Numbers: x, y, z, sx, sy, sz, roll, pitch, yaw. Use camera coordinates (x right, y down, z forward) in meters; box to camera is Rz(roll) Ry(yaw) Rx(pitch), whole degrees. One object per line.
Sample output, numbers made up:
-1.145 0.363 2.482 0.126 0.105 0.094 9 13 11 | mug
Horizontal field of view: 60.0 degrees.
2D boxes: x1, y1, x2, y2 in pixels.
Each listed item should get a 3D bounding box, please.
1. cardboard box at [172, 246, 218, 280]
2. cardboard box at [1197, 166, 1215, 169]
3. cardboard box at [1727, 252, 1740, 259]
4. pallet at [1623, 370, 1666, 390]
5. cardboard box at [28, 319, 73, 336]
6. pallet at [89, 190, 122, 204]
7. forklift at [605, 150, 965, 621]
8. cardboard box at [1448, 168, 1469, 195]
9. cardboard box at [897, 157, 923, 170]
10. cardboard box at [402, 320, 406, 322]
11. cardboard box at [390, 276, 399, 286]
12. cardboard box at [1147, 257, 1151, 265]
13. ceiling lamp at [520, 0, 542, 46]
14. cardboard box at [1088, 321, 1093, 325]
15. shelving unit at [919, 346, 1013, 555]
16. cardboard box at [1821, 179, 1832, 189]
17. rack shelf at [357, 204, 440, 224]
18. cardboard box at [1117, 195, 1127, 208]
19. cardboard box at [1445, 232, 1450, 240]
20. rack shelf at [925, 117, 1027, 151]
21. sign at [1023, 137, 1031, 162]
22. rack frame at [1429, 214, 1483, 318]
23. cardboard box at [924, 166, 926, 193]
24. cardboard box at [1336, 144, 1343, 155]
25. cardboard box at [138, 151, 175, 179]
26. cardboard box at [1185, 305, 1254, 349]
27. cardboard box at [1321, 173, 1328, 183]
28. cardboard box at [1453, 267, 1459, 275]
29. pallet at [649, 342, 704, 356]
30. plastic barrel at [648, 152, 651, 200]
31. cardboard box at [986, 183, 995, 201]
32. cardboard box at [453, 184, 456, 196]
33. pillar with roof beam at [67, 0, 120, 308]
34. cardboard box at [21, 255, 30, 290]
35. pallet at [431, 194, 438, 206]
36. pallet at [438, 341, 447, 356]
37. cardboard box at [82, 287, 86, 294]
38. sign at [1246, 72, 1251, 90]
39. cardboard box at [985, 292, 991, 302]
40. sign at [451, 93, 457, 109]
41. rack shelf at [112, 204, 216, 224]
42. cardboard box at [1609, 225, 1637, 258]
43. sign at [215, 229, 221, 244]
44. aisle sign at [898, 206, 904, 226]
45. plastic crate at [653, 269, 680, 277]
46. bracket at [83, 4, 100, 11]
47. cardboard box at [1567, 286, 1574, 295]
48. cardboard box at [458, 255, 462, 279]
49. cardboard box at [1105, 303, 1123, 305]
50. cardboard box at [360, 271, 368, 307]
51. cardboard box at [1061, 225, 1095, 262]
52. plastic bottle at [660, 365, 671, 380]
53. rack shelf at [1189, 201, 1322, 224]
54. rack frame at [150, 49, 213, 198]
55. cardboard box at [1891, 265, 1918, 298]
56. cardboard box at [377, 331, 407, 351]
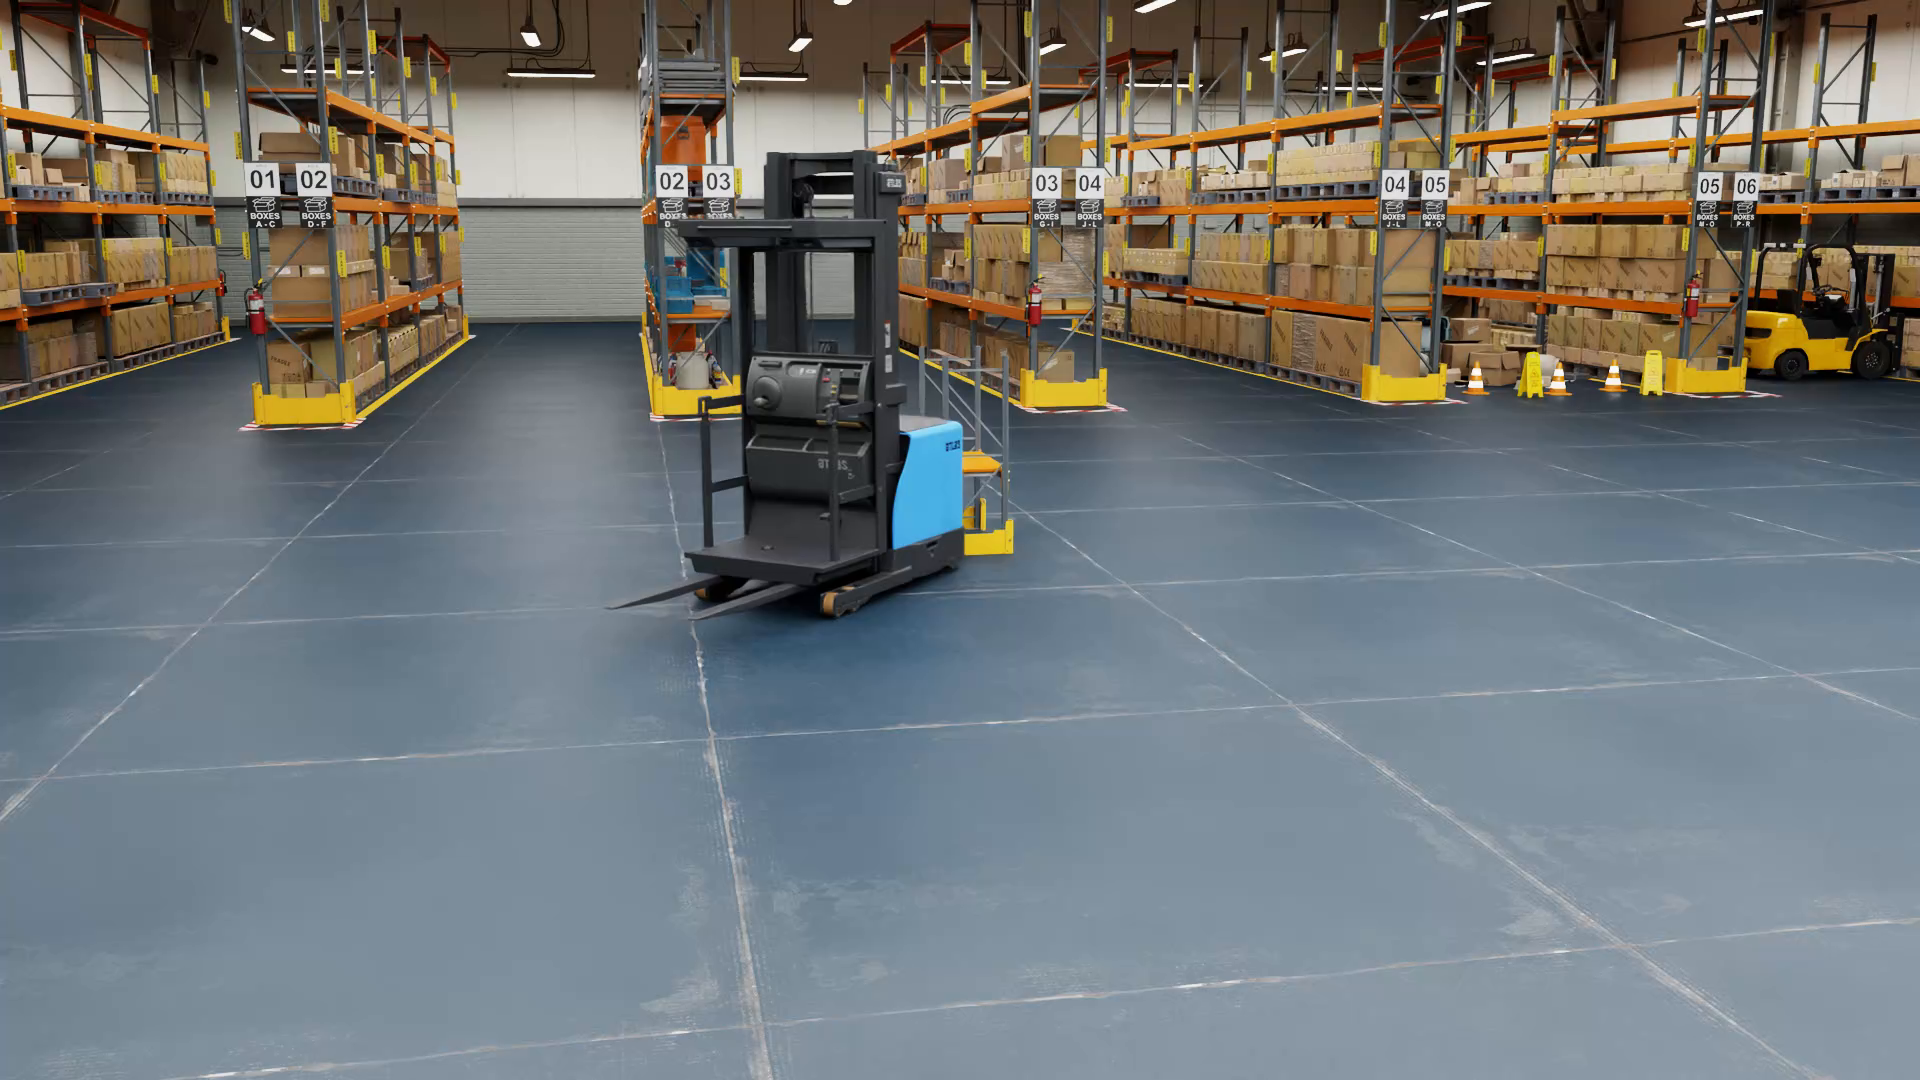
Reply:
-16.134 -5.776 34.720 0.980 0.700 0.700 -2 11 -8 | cardboard box
4.777 -7.080 32.035 0.396 0.266 0.258 -2 11 -11 | cardboard box
14.567 -5.305 31.042 0.380 0.149 0.250 -2 11 -13 | cardboard box
11.028 -2.483 25.676 1.003 0.211 1.213 -2 11 -11 | pallet
-14.446 -3.374 26.406 0.500 0.250 0.500 -2 11 -10 | cardboard box
-14.864 -5.752 27.877 1.213 0.211 1.003 -2 11 -8 | pallet
-1.108 -1.041 10.825 1.130 2.935 3.031 6 12 28 | forklift
9.389 -6.950 32.267 0.797 0.503 0.637 -3 11 -15 | cardboard box
-1.065 -7.848 34.722 0.500 0.250 0.500 -3 11 -15 | cardboard box
-10.449 -3.778 30.531 0.500 0.500 0.500 -3 11 -13 | cardboard box
-9.801 -4.324 28.129 0.500 0.311 0.500 -1 11 -7 | cardboard box
3.928 -5.544 33.055 0.380 0.149 0.250 -2 11 -12 | cardboard box
-7.793 -10.928 30.935 0.800 3.185 2.000 -2 11 -11 | ceiling lamp
3.135 -4.981 37.847 0.380 0.149 0.250 -2 11 -10 | cardboard box
0.015 -0.723 12.983 0.587 1.500 1.083 -2 11 -11 | shelving unit
15.046 -6.115 28.563 0.380 0.149 0.250 -2 11 -10 | cardboard box
-10.218 -5.923 30.193 1.077 0.370 4.000 -2 11 -11 | rack shelf
3.636 -7.171 35.228 0.500 0.250 0.500 -2 11 -10 | cardboard box
9.253 -5.781 32.607 0.500 0.500 0.500 -2 11 -13 | cardboard box
0.278 -6.826 27.985 1.077 0.370 4.000 -2 11 -11 | rack shelf
0.897 -5.220 22.209 0.100 0.325 0.005 -2 11 -11 | sign
9.610 -5.156 32.262 1.000 3.000 0.127 -2 11 -11 | rack frame
-0.300 -6.635 30.613 0.797 0.503 0.637 -1 11 -8 | cardboard box
5.736 -5.723 24.367 0.380 0.149 0.250 -2 11 -11 | cardboard box
-15.329 -7.153 31.739 0.500 0.500 0.500 -2 11 -12 | cardboard box
4.804 -3.943 30.786 1.050 0.750 0.750 -2 11 -12 | cardboard box
5.637 -5.424 24.929 0.380 0.149 0.250 -2 11 -10 | cardboard box
9.521 -5.067 31.346 0.380 0.149 0.250 -3 11 -15 | cardboard box
-5.397 -3.612 31.608 1.003 0.211 1.213 -2 11 -11 | pallet
-4.630 -5.807 26.319 0.600 0.901 0.600 0 11 0 | plastic barrel
0.698 -5.181 24.775 0.500 0.250 0.500 -3 11 -13 | cardboard box
-11.035 -7.463 35.428 0.500 0.250 0.500 -2 11 -11 | cardboard box
-12.227 -8.189 32.154 9.100 9.000 0.548 -2 11 -11 | pillar with roof beam
-13.975 -3.881 24.121 0.700 0.500 0.500 -2 11 -11 | cardboard box
-10.549 -6.428 31.429 1.213 0.211 1.003 -2 11 -11 | pallet
-10.411 -3.652 31.818 1.003 0.211 1.213 -2 11 -11 | pallet
-14.524 -4.210 27.912 0.380 0.149 0.250 -2 11 -12 | cardboard box
5.318 -8.462 30.665 0.100 0.325 0.005 -2 11 -11 | sign
0.592 -3.704 25.306 0.380 0.149 0.250 -2 11 -11 | cardboard box
-10.836 -9.403 35.611 0.100 0.325 0.005 -2 11 -11 | sign
-15.854 -6.475 33.097 1.077 0.370 4.000 -2 11 -11 | rack shelf
10.561 -4.643 25.834 0.700 0.500 0.500 -2 11 -12 | cardboard box
-15.708 -6.424 35.198 0.100 0.325 0.005 -2 11 -11 | sign
-1.386 -7.564 37.961 0.394 0.787 0.004 -2 11 -11 | aisle sign
-4.586 -3.991 25.970 0.402 0.464 0.583 -2 11 -11 | plastic crate
-16.021 -9.738 30.663 0.235 0.232 0.430 -2 11 -11 | bracket
10.316 -4.137 27.582 0.380 0.149 0.250 -2 11 -11 | cardboard box
-11.031 -5.880 35.799 0.500 0.500 0.500 -2 11 -9 | cardboard box
3.562 -5.386 38.384 0.380 0.149 0.250 -2 11 -10 | cardboard box
-8.849 -3.574 23.682 0.700 0.500 0.500 -2 11 -12 | cardboard box
1.606 -4.125 23.111 0.500 0.500 0.500 -2 11 -11 | cardboard box
-4.223 -2.394 23.861 0.152 0.276 0.135 -2 11 -11 | plastic bottle
5.163 -5.710 29.078 1.077 0.370 4.000 -2 11 -11 | rack shelf
-16.243 -8.669 34.677 1.000 3.000 0.127 -2 11 -11 | rack frame
15.489 -4.189 26.915 0.500 0.500 0.500 -2 11 -12 | cardboard box
-9.187 -3.200 26.717 0.500 0.311 0.500 -2 11 -9 | cardboard box
